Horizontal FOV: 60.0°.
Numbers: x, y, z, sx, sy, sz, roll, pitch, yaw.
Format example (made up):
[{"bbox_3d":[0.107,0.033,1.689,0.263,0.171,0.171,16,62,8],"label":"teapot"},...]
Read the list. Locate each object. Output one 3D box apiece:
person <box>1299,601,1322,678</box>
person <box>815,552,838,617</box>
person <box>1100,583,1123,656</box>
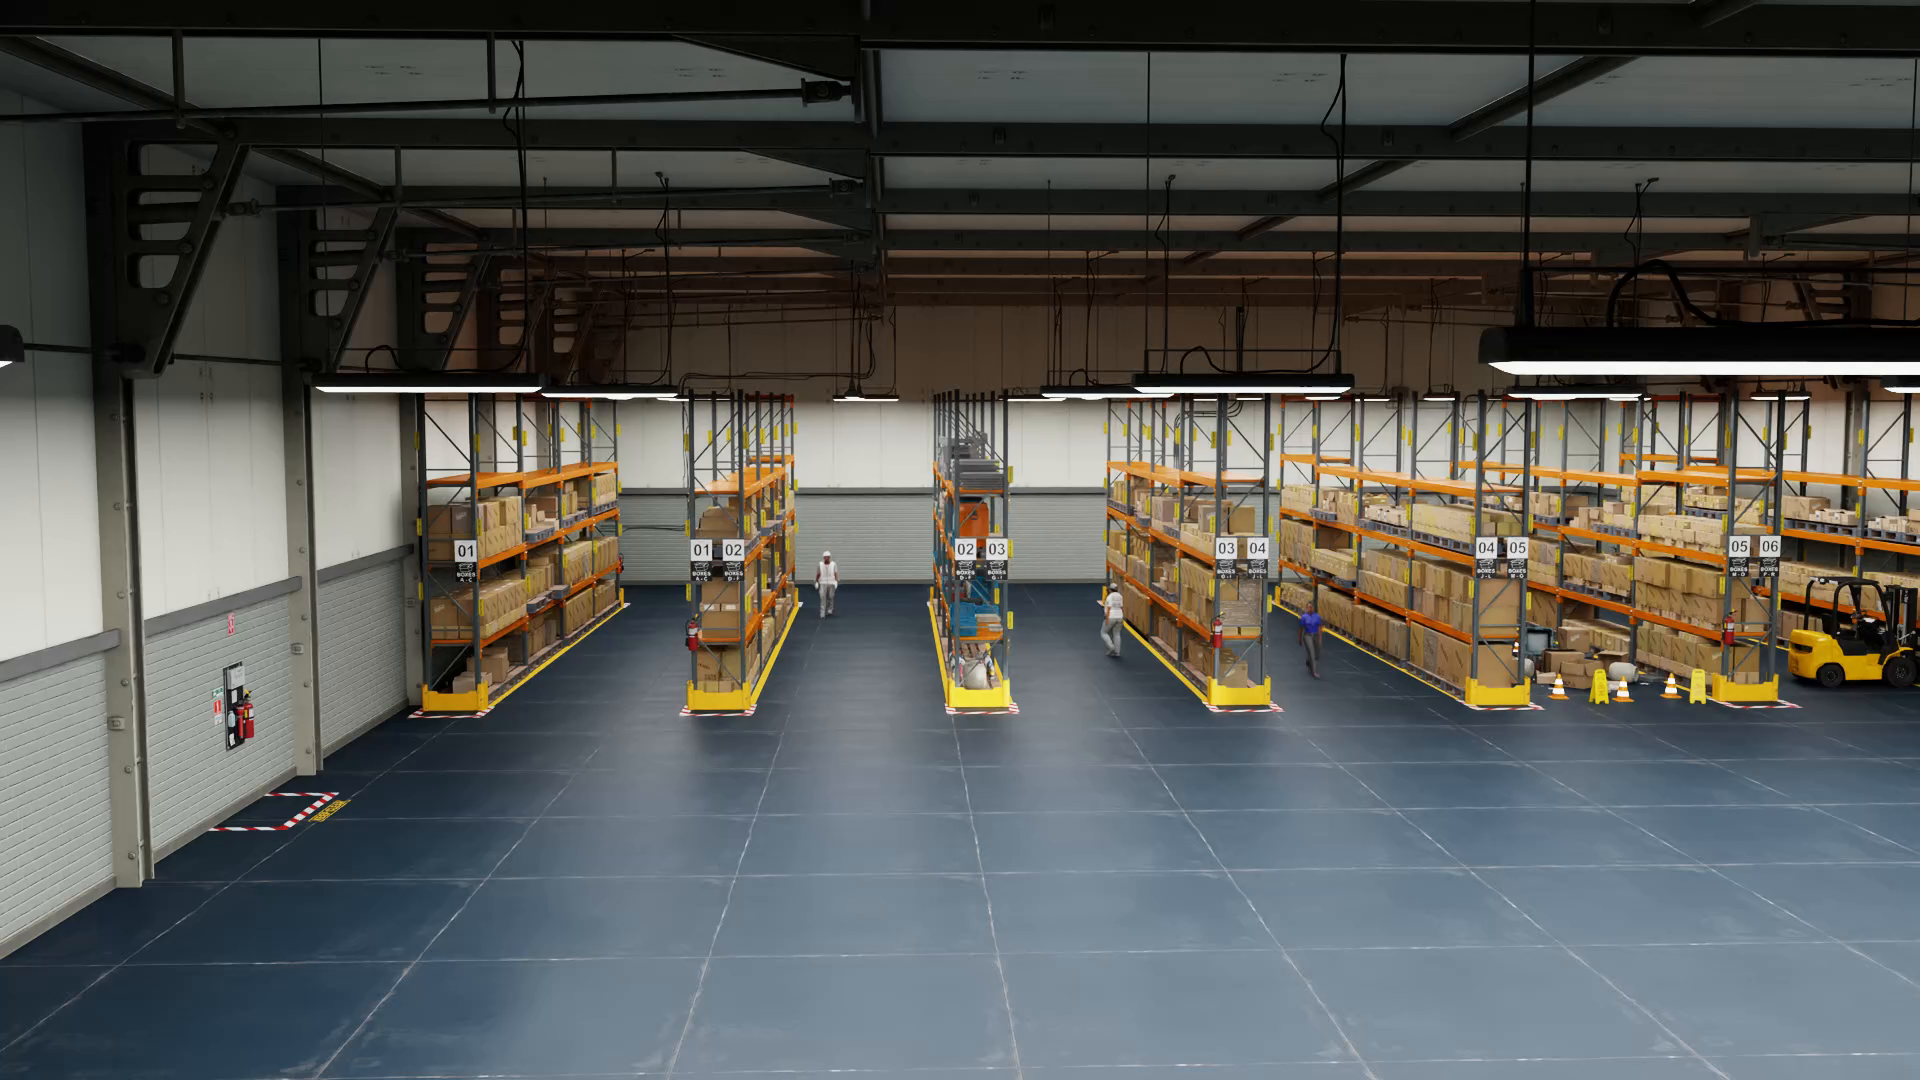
[{"bbox_3d":[7.440,2.072,35.133,0.432,1.551,1.043,-1,5,-9],"label":"person"},{"bbox_3d":[-3.595,1.174,44.823,0.617,1.715,1.054,-1,5,-7],"label":"person"},{"bbox_3d":[3.492,1.810,37.823,0.536,1.663,0.461,-3,6,-35],"label":"person"}]
